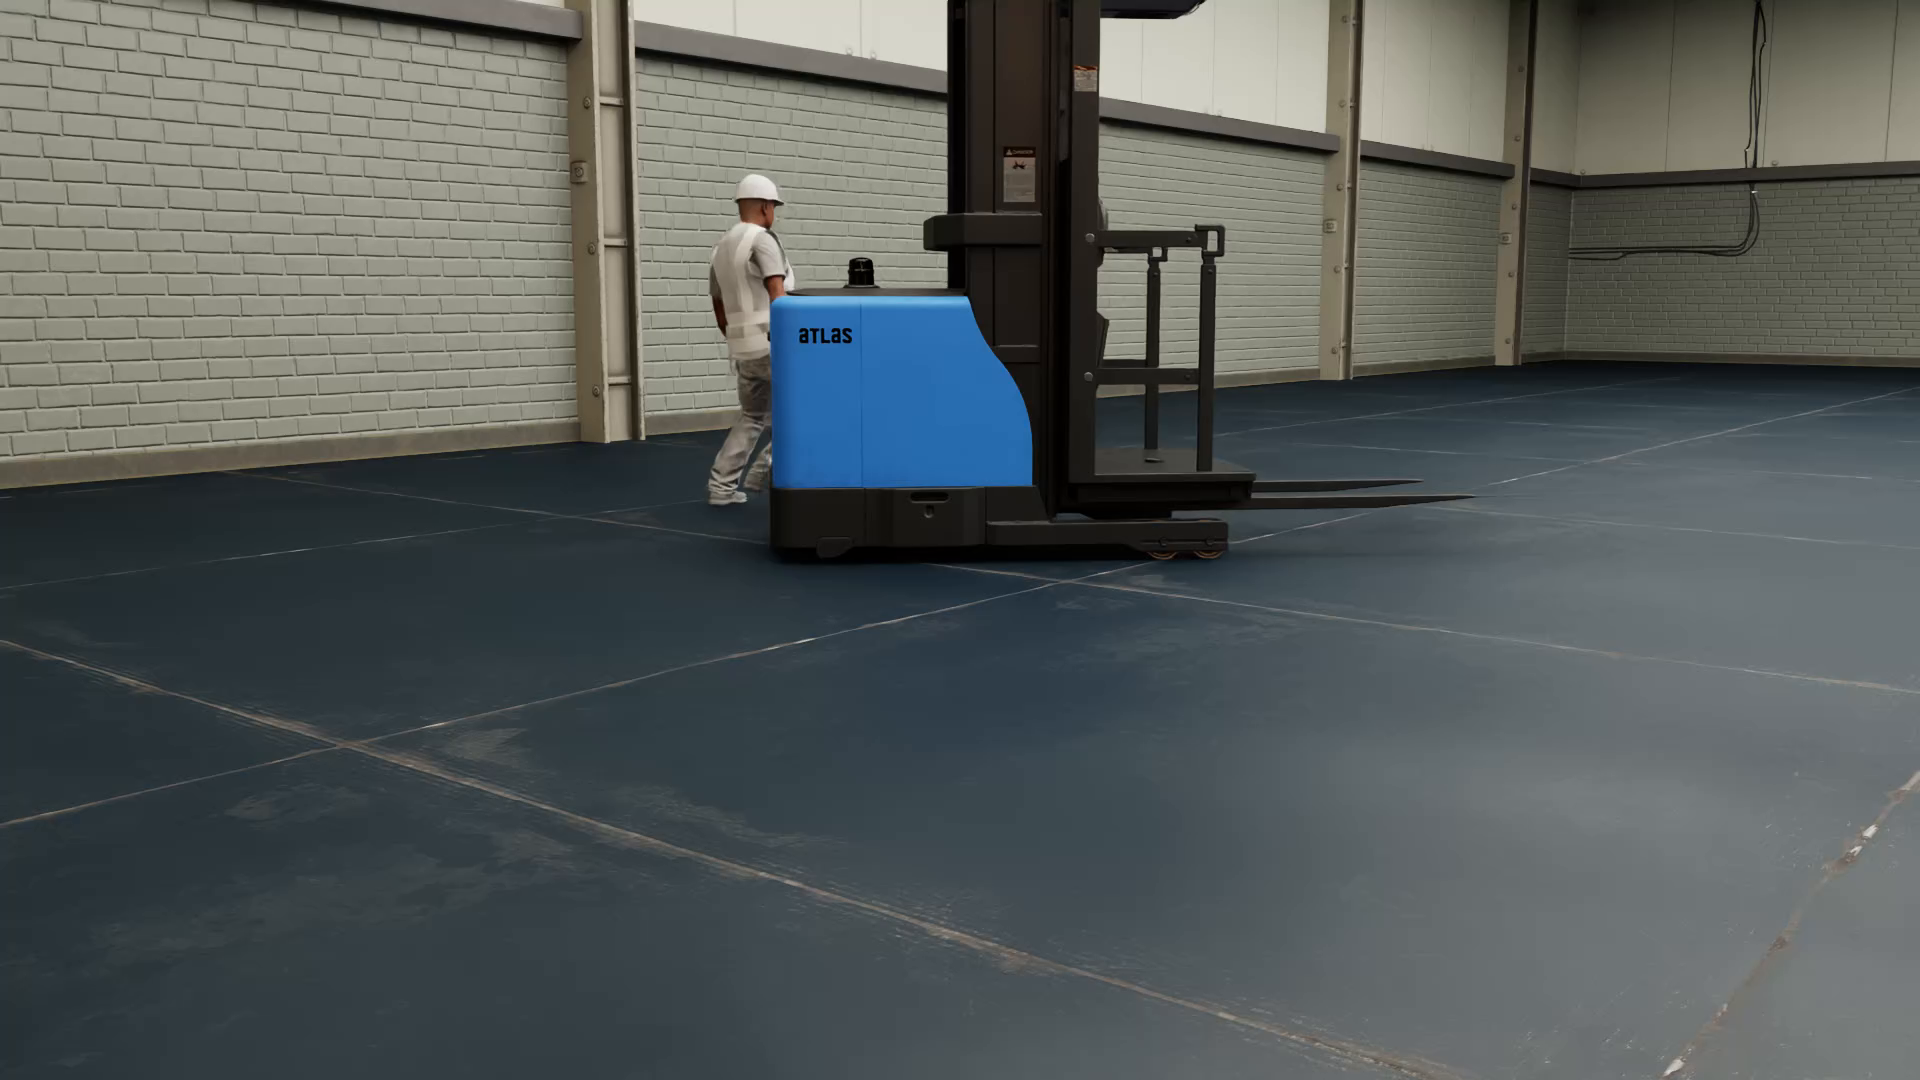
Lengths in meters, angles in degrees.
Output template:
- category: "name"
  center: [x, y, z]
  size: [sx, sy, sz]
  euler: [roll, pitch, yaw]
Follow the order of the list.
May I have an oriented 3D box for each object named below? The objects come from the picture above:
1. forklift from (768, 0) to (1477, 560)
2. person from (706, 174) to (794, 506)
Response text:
- category: "forklift"
  center: [0.689, -1.444, 7.148]
  size: [3.031, 2.935, 1.130]
  euler: [-1, 8, -6]
- category: "person"
  center: [-0.973, -0.991, 8.399]
  size: [0.481, 1.686, 0.953]
  euler: [-5, 10, -31]
